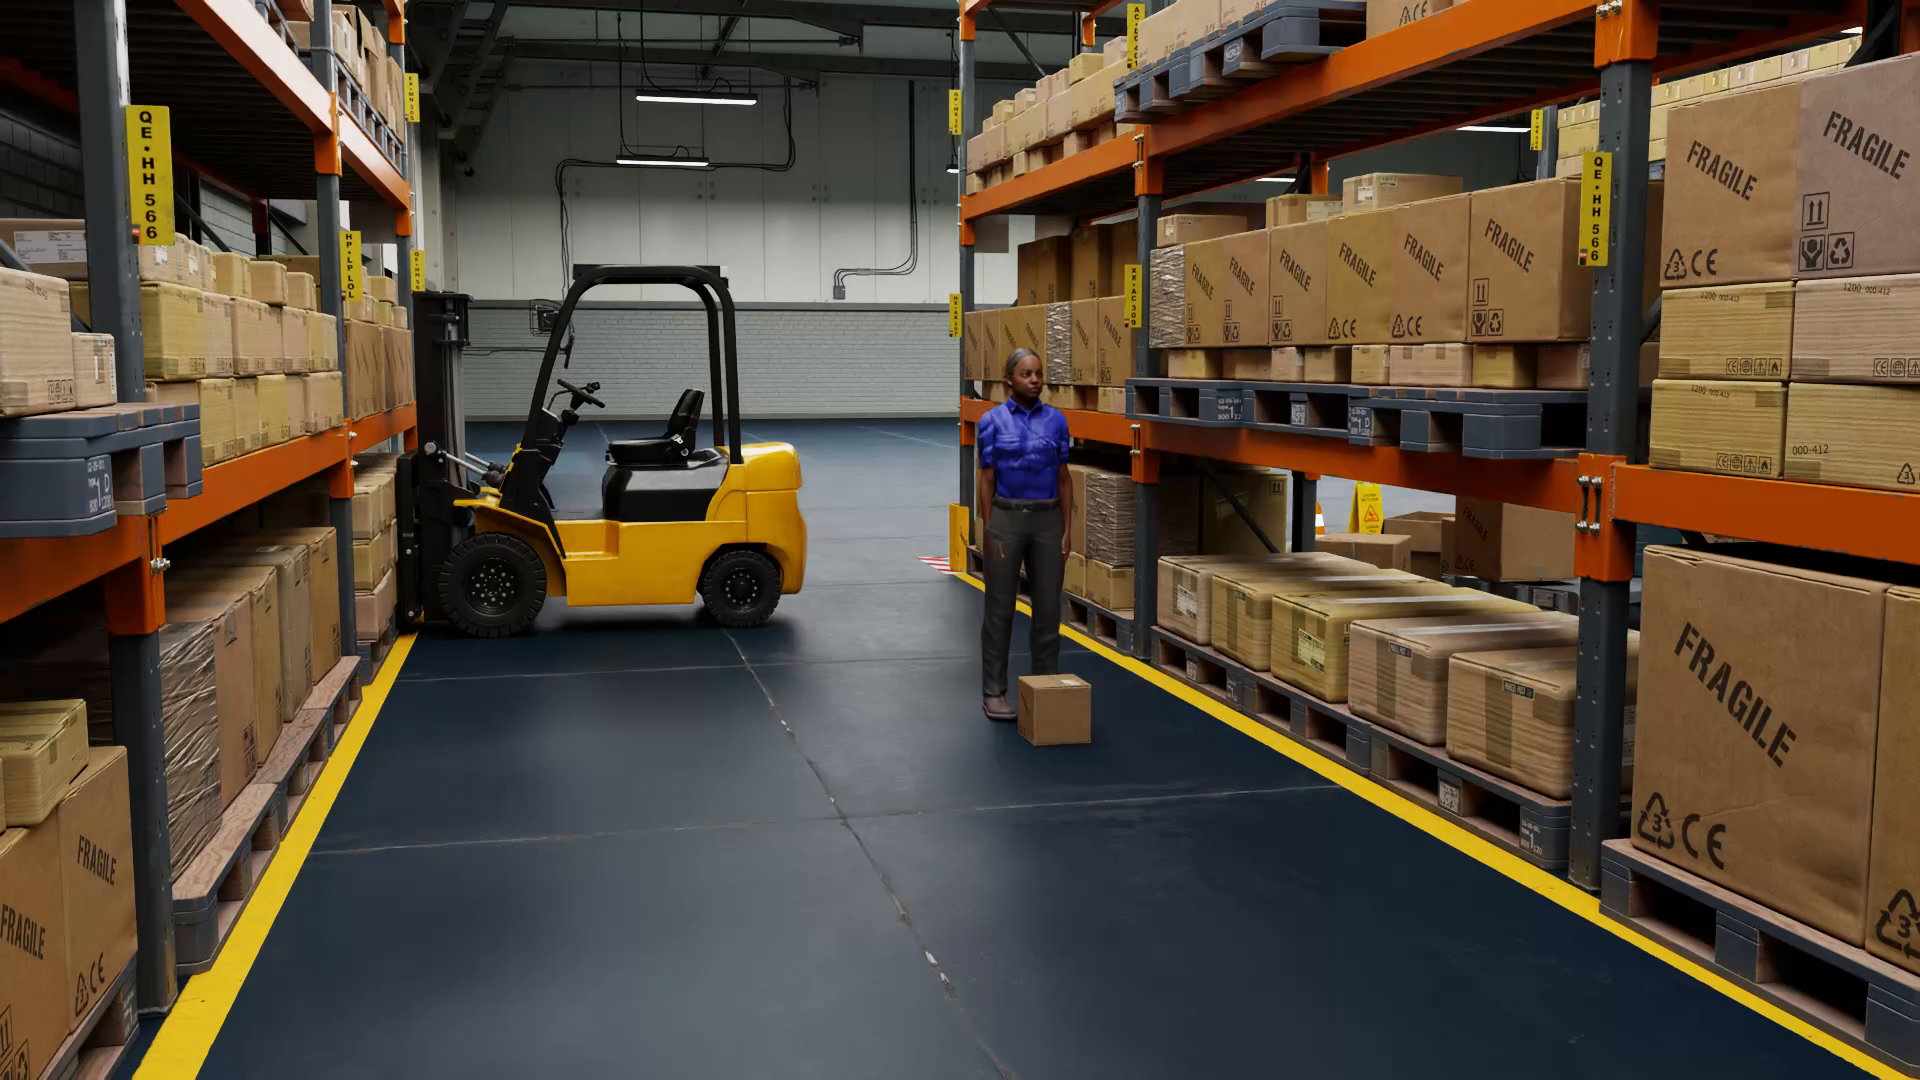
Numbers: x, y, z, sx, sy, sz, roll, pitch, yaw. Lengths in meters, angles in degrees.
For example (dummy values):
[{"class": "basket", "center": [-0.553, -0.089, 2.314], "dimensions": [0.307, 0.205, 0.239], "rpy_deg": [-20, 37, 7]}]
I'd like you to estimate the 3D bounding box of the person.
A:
[{"class": "person", "center": [0.299, -0.030, 7.476], "dimensions": [0.438, 1.660, 0.307], "rpy_deg": [-1, 6, -12]}]
